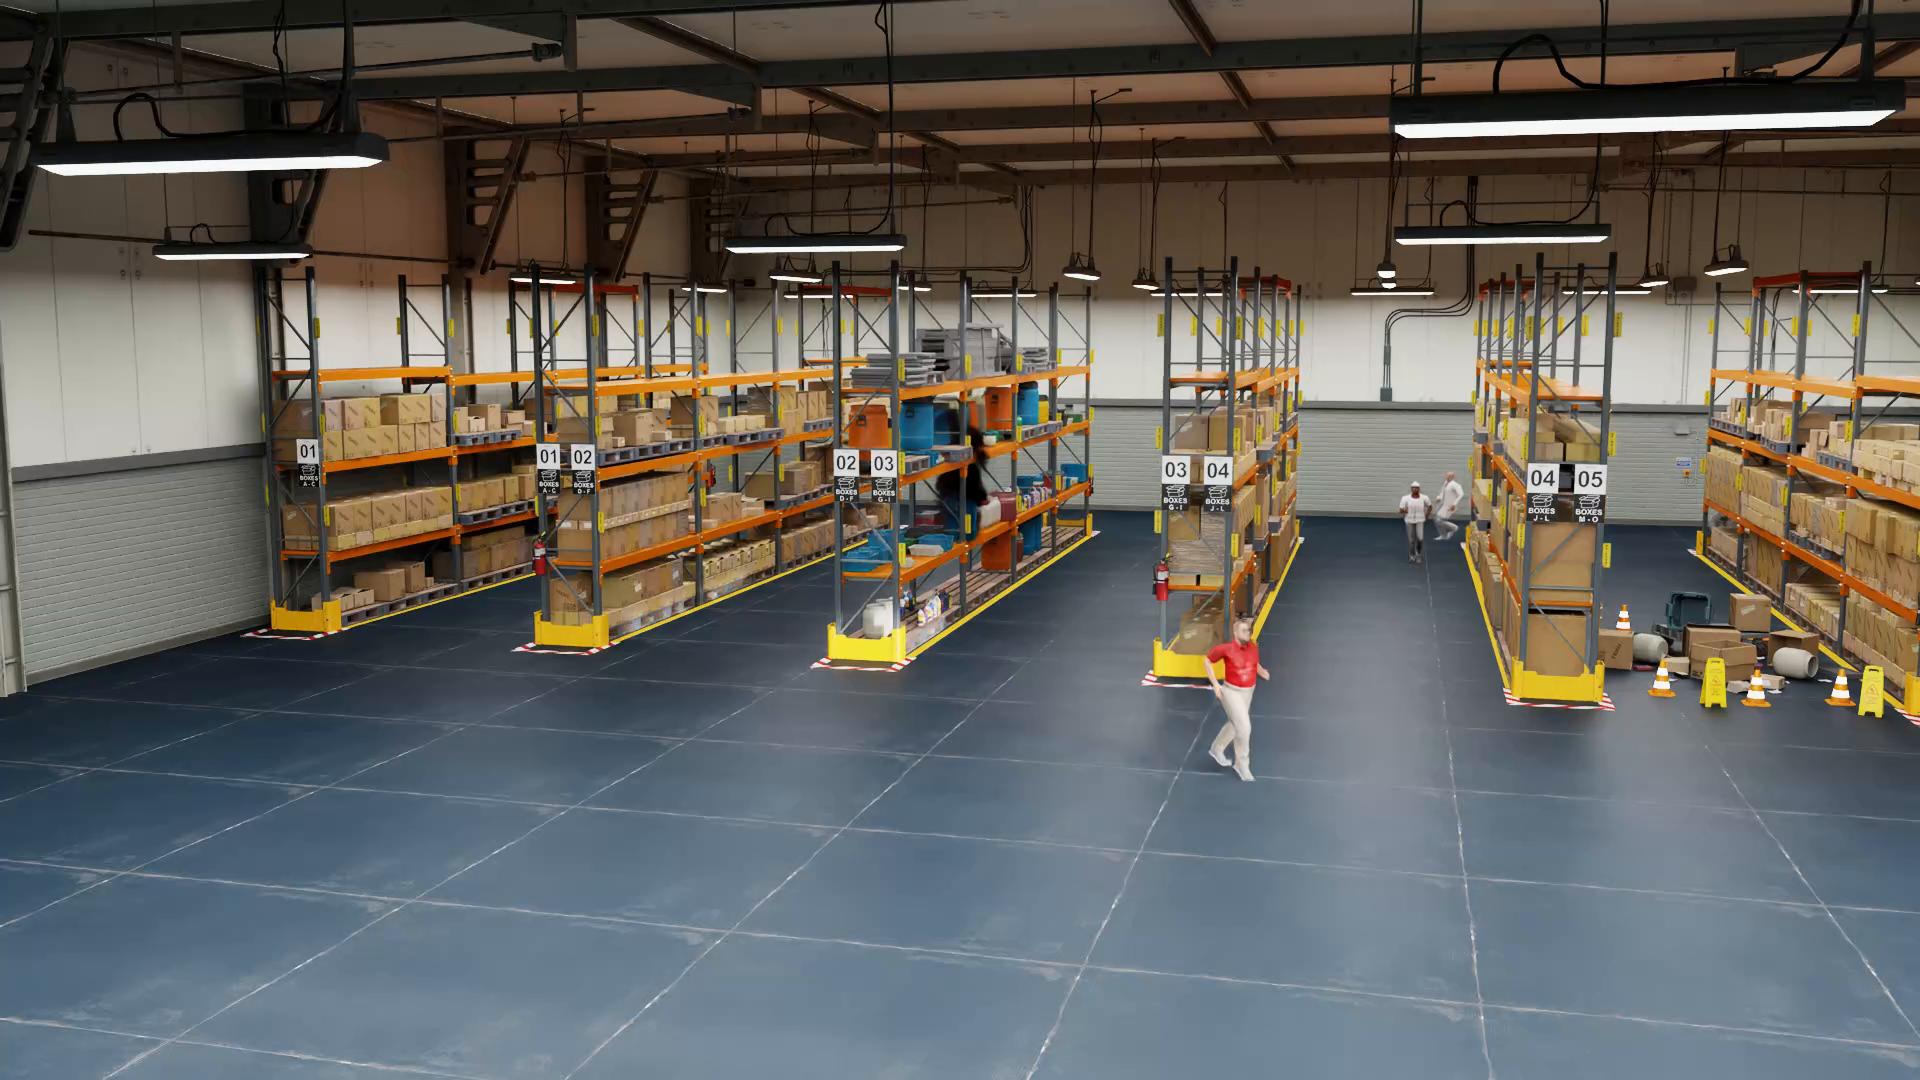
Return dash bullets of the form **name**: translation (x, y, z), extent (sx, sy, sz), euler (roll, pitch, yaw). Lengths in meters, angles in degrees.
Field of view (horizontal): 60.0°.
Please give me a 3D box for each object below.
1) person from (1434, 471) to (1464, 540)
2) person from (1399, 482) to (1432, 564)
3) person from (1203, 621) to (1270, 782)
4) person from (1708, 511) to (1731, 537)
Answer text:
- **person**: translation (11.538, -0.786, 39.220), extent (0.585, 1.691, 0.805), euler (-1, 7, -11)
- **person**: translation (9.707, -0.359, 35.465), extent (0.680, 1.767, 0.655), euler (2, 8, 15)
- **person**: translation (3.123, 1.792, 18.767), extent (0.645, 1.785, 0.816), euler (-7, 10, -42)
- **person**: translation (17.459, -0.634, 38.126), extent (0.606, 1.676, 0.707), euler (-5, 9, -33)
